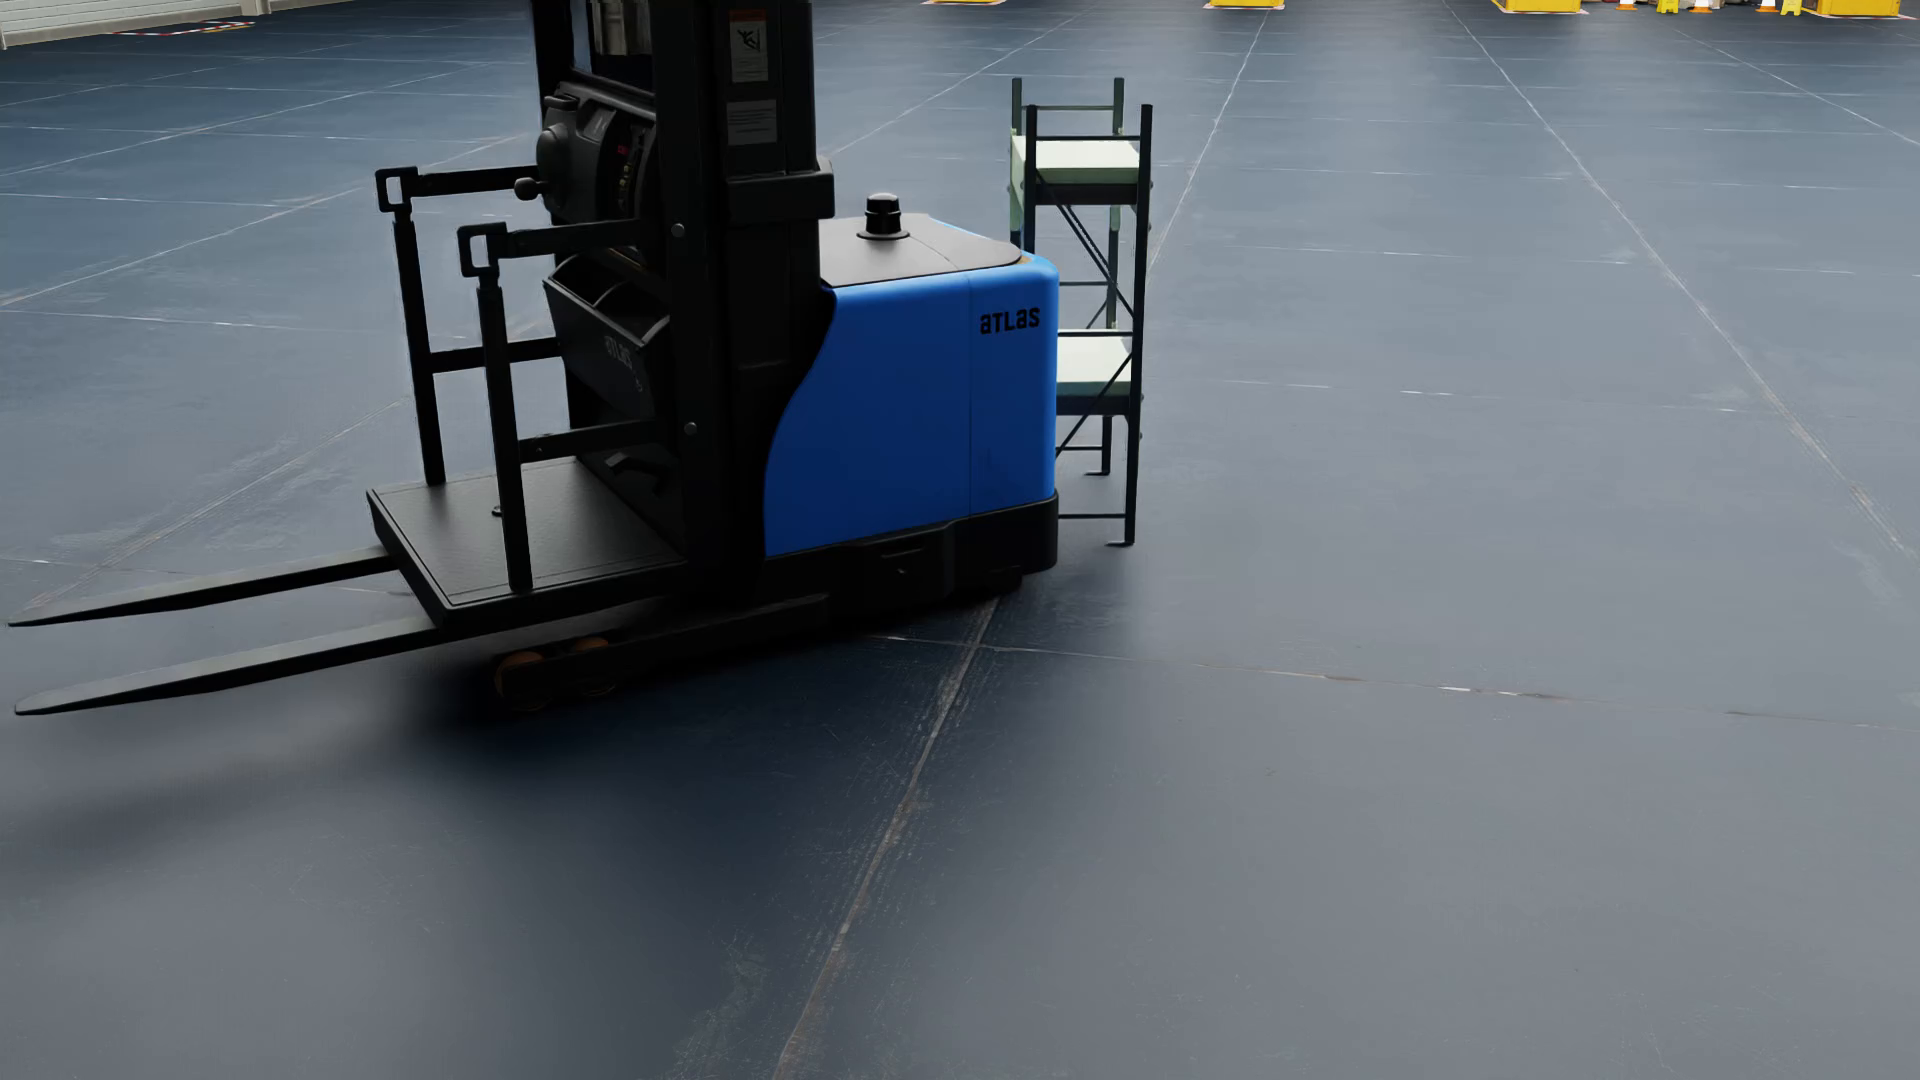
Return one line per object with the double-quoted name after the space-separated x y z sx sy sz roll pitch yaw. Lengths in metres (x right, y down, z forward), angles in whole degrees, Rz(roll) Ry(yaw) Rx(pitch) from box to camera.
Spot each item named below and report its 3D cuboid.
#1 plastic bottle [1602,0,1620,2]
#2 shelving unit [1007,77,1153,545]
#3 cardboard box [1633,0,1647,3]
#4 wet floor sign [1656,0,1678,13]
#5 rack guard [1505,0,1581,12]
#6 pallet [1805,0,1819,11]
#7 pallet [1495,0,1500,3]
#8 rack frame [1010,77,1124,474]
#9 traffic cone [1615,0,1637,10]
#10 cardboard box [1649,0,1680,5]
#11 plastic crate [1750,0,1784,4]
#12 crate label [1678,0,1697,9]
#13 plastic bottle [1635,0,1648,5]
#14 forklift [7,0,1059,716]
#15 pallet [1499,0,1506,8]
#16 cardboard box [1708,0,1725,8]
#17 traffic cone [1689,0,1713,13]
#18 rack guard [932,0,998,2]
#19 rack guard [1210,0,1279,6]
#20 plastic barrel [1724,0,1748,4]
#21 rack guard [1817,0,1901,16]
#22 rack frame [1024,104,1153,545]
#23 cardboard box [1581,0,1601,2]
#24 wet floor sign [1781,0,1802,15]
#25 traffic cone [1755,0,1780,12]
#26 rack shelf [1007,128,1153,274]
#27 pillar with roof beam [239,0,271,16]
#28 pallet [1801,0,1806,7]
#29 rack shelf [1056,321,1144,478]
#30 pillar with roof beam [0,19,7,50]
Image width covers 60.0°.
11.641 -9.642 29.713 0.283 0.061 0.133 -3 22 -8 "plastic bottle"
0.398 -0.818 5.878 0.431 1.500 0.755 -1 22 -2 "shelving unit"
12.068 -9.735 29.670 0.396 0.266 0.258 8 23 20 "cardboard box"
11.732 -9.056 27.475 0.267 0.644 0.232 1 22 2 "wet floor sign"
9.794 -9.141 27.882 1.175 0.500 0.348 4 22 11 "rack guard"
14.882 -8.998 27.912 1.003 0.211 1.213 4 22 11 "pallet"
10.137 -9.759 29.803 1.003 0.211 1.213 4 22 11 "pallet"
0.386 -0.955 6.217 0.400 1.500 0.023 -1 22 -2 "rack frame"
11.298 -9.219 28.124 0.336 0.463 0.334 4 22 11 "traffic cone"
12.546 -9.646 29.132 0.797 0.503 0.637 -11 25 -26 "cardboard box"
14.359 -9.566 29.499 0.402 0.080 0.583 -3 22 -8 "plastic crate"
12.434 -9.149 28.388 0.250 0.136 0.298 -7 23 -17 "crate label"
11.996 -9.475 29.299 0.133 0.061 0.283 -3 22 -8 "plastic bottle"
-1.216 -1.103 4.668 3.031 2.935 1.130 -12 25 -27 "forklift"
9.886 -9.314 28.698 1.003 0.211 1.213 4 22 11 "pallet"
12.956 -9.280 28.696 0.380 0.149 0.250 18 28 38 "cardboard box"
12.335 -9.008 27.601 0.336 0.463 0.334 4 22 11 "traffic cone"
0.085 -9.974 29.949 1.175 0.500 0.348 4 22 11 "rack guard"
4.980 -9.593 29.003 1.175 0.500 0.348 4 22 11 "rack guard"
13.605 -9.645 29.235 0.421 0.421 0.512 -16 27 -35 "plastic barrel"
14.681 -8.837 27.127 1.175 0.500 0.348 4 22 11 "rack guard"
0.409 -0.682 5.539 0.400 1.500 0.023 -1 22 -2 "rack frame"
11.303 -9.968 29.931 0.500 0.500 0.500 8 23 20 "cardboard box"
13.580 -8.889 27.061 0.267 0.644 0.232 13 25 29 "wet floor sign"
13.491 -9.048 27.700 0.336 0.463 0.334 4 22 11 "traffic cone"
0.398 -1.180 5.732 0.431 0.370 0.720 -1 22 -2 "rack shelf"
-7.297 -12.439 24.695 9.100 9.000 0.400 4 22 11 "pillar with roof beam"
15.133 -9.443 29.017 1.003 0.211 1.213 4 22 11 "pallet"
0.398 -0.516 6.000 0.431 0.370 0.720 -1 22 -2 "rack shelf"
-8.521 -10.245 19.247 9.100 9.000 0.400 4 22 11 "pillar with roof beam"
